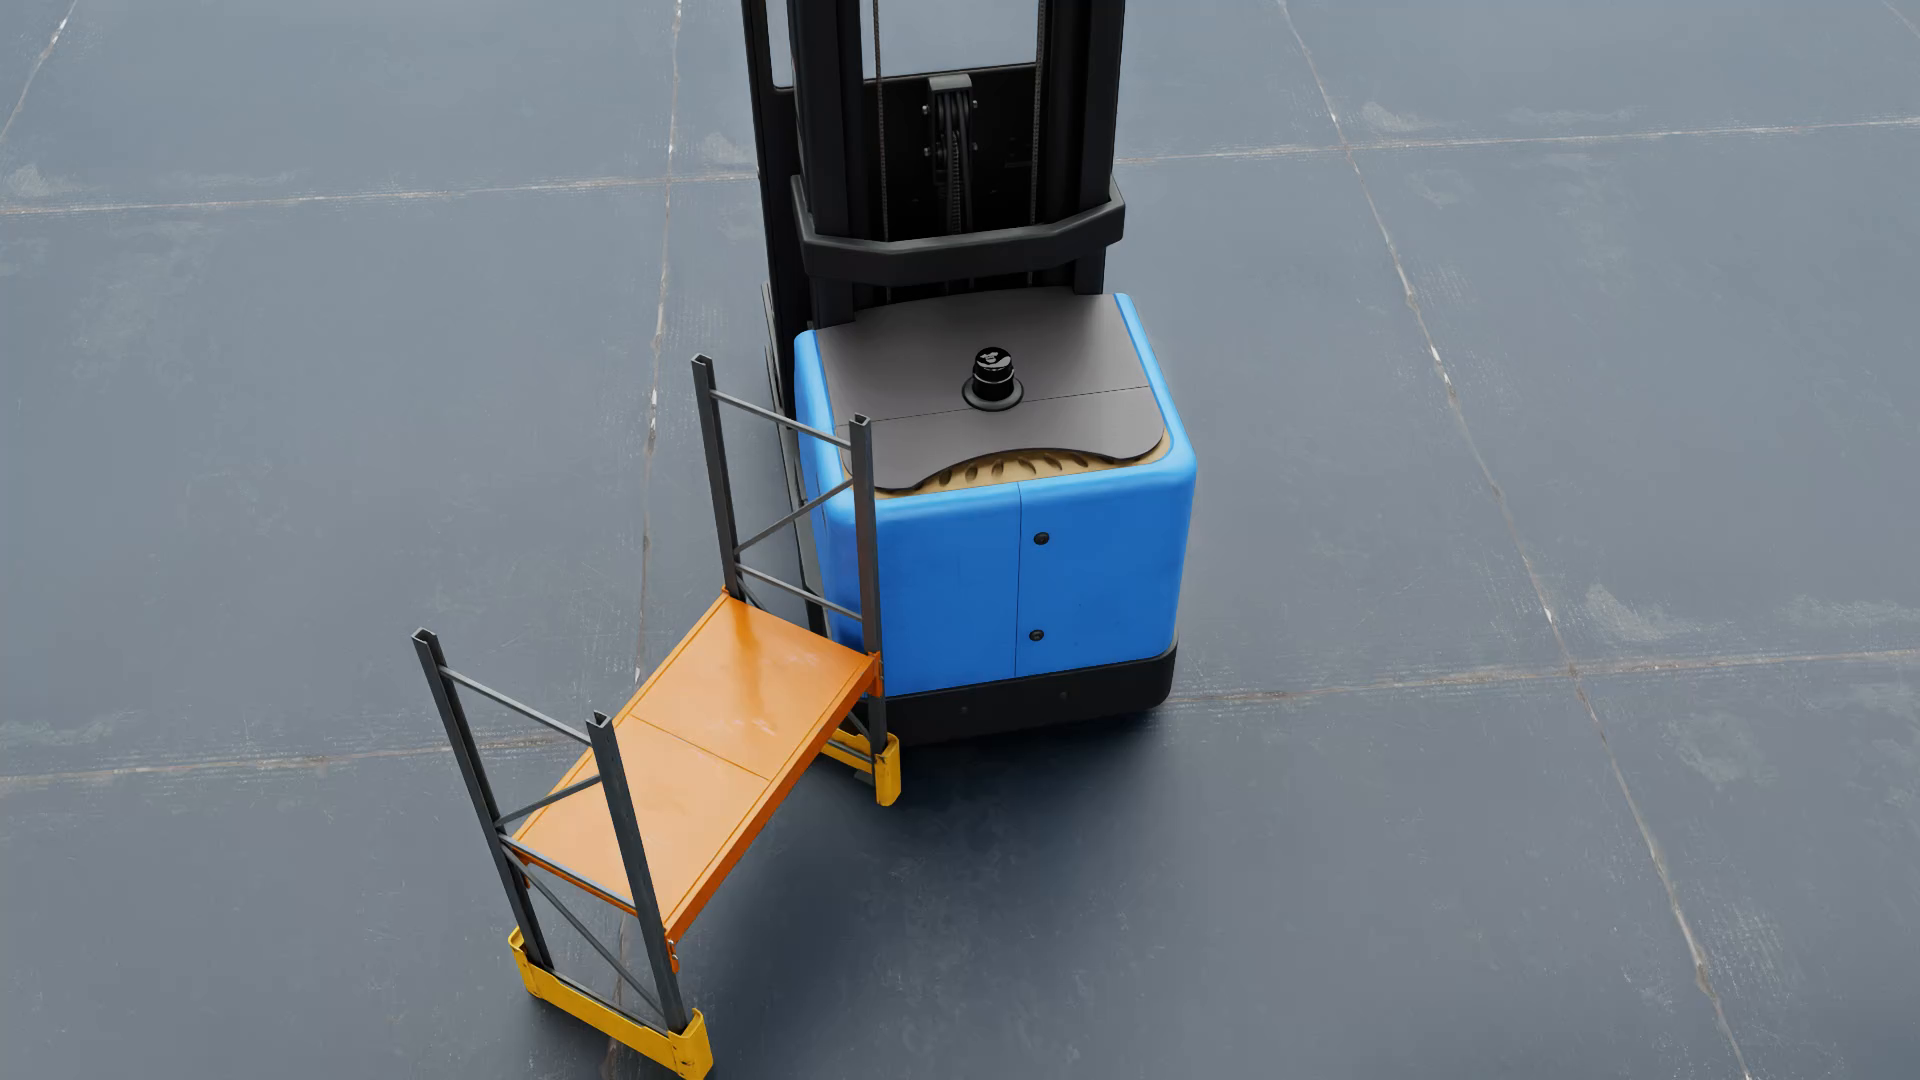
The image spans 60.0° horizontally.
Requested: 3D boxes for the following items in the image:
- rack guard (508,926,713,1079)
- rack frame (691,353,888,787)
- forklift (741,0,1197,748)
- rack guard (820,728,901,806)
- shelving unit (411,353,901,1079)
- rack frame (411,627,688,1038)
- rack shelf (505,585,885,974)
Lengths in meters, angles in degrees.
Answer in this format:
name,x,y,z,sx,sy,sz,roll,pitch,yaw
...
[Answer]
name,x,y,z,sx,sy,sz,roll,pitch,yaw
rack guard,-0.927,1.225,4.418,0.587,0.250,0.087,22,50,19
rack frame,-0.439,0.148,4.576,0.500,1.500,0.032,22,50,19
forklift,-0.117,-1.456,5.110,1.130,2.935,3.031,-8,47,-7
rack guard,-0.448,0.591,5.019,0.587,0.250,0.087,22,50,19
shelving unit,-0.688,0.478,4.265,0.587,1.500,1.083,22,50,19
rack frame,-0.928,0.796,3.964,0.500,1.500,0.032,22,50,19
rack shelf,-0.683,0.596,4.401,0.538,0.185,1.000,22,50,19
